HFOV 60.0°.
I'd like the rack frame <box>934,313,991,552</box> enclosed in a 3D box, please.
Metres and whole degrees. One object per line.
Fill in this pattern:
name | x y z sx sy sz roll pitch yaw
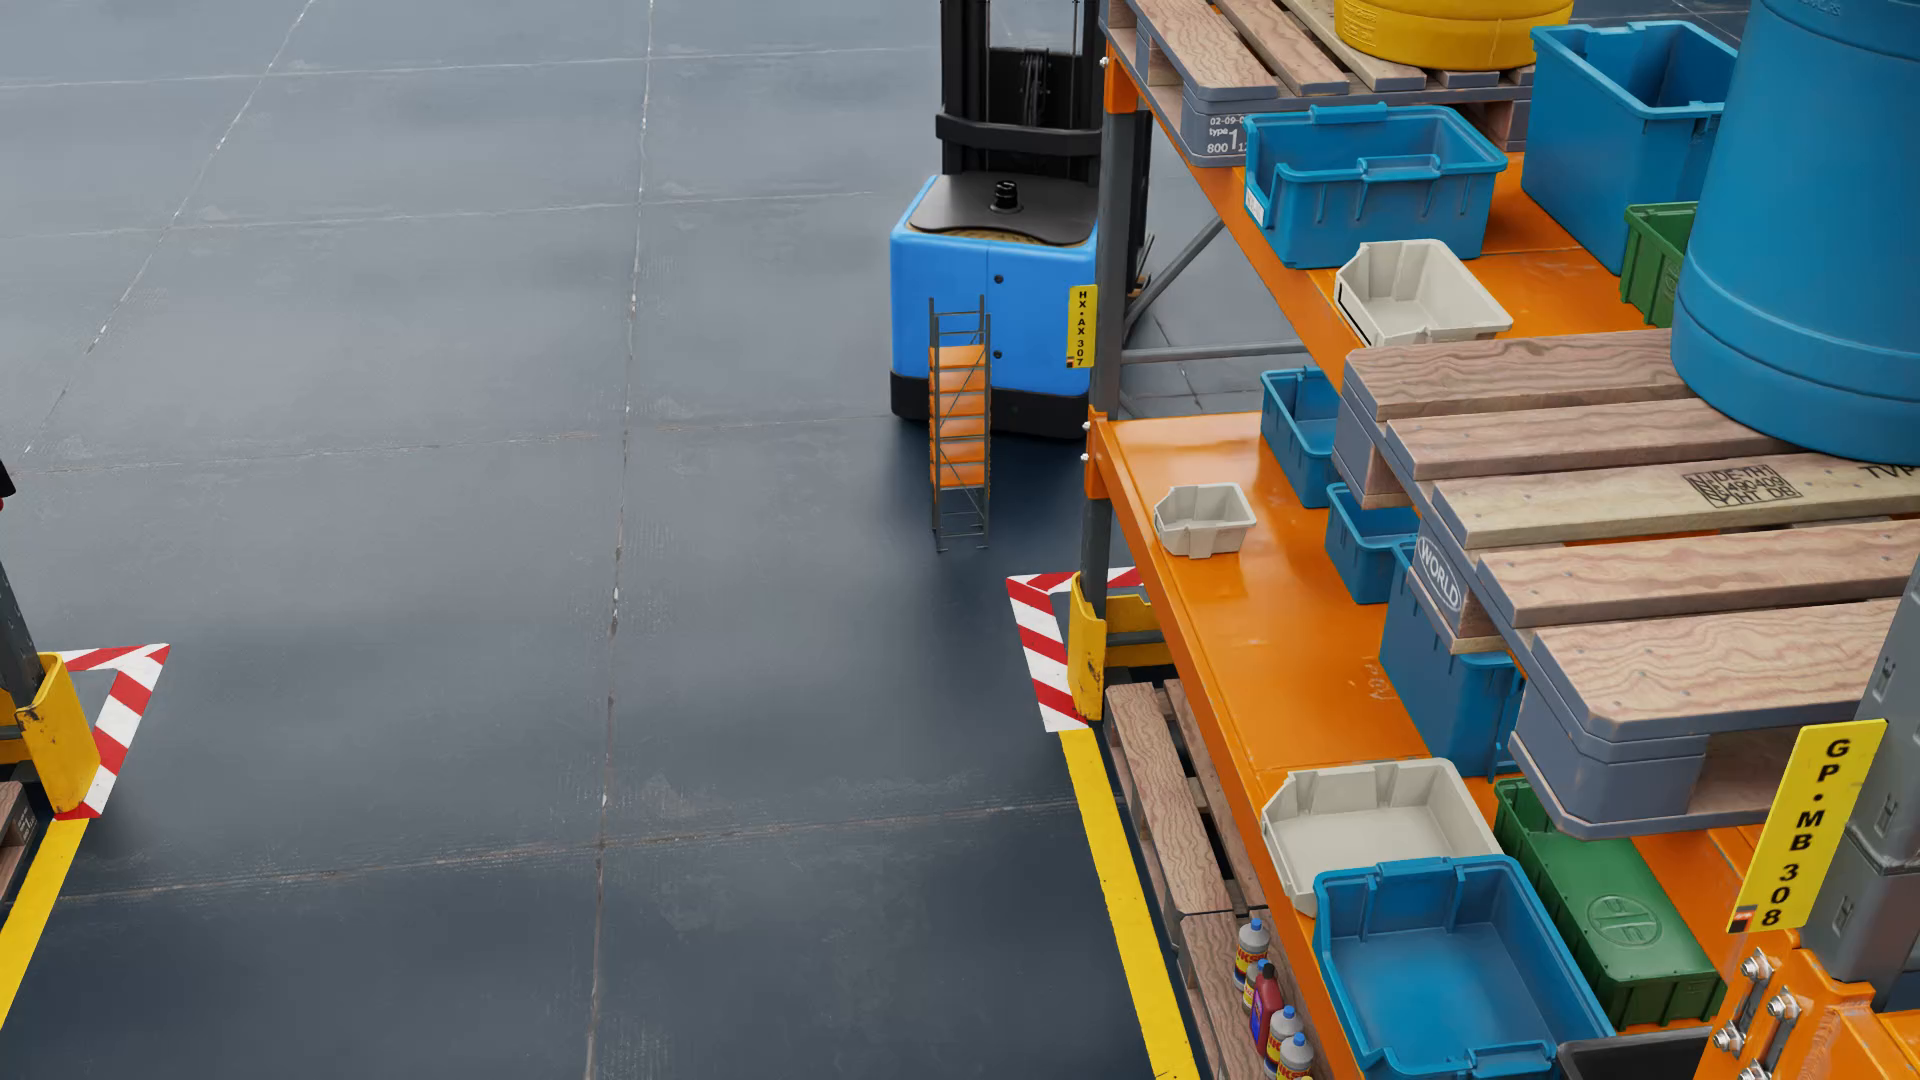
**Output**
rack frame | 0.010 -0.453 7.349 0.240 1.200 0.006 -4 35 -6

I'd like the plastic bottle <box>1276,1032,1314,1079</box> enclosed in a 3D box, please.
plastic bottle | 0.977 1.540 4.858 0.097 0.271 0.097 0 34 0

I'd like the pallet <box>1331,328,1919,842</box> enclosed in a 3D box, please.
pallet | 1.327 -0.012 2.609 1.213 0.211 1.003 -4 35 -6

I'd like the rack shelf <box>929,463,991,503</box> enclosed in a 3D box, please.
rack shelf | -0.002 -0.269 7.584 0.258 0.103 0.180 -4 35 -6

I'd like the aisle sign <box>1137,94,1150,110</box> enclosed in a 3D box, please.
aisle sign | 0.683 -1.780 5.390 0.394 0.787 0.004 -4 35 -6

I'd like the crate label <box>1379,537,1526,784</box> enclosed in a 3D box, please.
crate label | 1.498 0.304 4.608 0.502 0.435 0.616 -4 35 -6

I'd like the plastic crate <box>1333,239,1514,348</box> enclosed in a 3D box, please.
plastic crate | 0.904 -0.451 3.319 0.243 0.136 0.396 -4 35 -6

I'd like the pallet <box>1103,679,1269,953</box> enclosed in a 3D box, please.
pallet | 1.143 0.957 6.158 1.003 0.211 1.213 -4 35 -6

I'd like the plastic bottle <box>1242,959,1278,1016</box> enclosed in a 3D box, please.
plastic bottle | 0.932 1.380 5.156 0.097 0.201 0.097 0 34 0

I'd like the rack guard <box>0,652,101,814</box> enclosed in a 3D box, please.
rack guard | -3.915 0.763 6.187 1.175 0.500 0.348 -4 35 -6

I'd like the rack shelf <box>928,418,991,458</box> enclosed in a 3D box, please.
rack shelf | -0.002 -0.467 7.449 0.258 0.103 0.180 -4 35 -6

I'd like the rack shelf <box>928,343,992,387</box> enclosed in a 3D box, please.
rack shelf | -0.002 -0.765 7.246 0.258 0.103 0.180 -4 35 -6

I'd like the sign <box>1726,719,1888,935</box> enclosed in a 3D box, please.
sign | 0.974 0.337 1.921 0.100 0.325 0.005 -4 35 -6

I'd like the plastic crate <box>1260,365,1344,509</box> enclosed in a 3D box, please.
plastic crate | 1.346 -0.370 5.761 0.499 0.251 0.616 -4 35 -6

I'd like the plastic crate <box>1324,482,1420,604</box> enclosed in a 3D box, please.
plastic crate | 1.428 -0.007 5.228 0.499 0.251 0.408 -4 35 -6

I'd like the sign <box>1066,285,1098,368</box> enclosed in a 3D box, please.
sign | 0.437 -0.763 5.960 0.100 0.325 0.005 -4 35 -6

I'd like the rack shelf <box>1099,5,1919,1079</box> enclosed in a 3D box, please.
rack shelf | 1.252 -0.514 3.816 1.077 0.370 4.000 -4 35 -6

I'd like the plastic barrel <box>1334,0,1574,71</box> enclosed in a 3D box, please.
plastic barrel | 1.262 -1.552 4.160 0.600 0.588 0.600 0 34 0

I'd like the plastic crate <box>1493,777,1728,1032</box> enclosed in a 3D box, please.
plastic crate | 1.618 0.853 4.023 0.450 0.188 0.662 -4 35 -6

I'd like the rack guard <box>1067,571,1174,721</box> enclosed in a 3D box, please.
rack guard | 1.039 0.384 6.742 1.175 0.500 0.348 -4 35 -6

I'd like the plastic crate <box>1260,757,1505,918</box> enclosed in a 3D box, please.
plastic crate | 1.051 0.766 4.196 0.530 0.136 0.437 -4 35 -6

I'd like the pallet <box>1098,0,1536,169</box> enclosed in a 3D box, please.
pallet | 0.997 -1.380 4.616 1.003 0.211 1.213 -4 35 -6

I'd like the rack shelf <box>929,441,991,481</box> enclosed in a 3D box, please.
rack shelf | -0.002 -0.368 7.517 0.258 0.103 0.180 -4 35 -6

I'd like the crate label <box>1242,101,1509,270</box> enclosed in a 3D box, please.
crate label | 0.907 -0.796 3.723 0.502 0.251 0.408 -4 35 -6

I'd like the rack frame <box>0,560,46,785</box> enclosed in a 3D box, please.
rack frame | -3.925 -0.313 5.545 1.000 3.000 0.127 -4 35 -6

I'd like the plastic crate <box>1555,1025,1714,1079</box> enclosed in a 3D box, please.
plastic crate | 1.576 1.268 3.280 0.767 0.338 0.504 -4 35 -6

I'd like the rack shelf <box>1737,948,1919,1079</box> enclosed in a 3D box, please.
rack shelf | 1.790 1.718 0.540 1.077 0.370 4.000 -4 35 -6

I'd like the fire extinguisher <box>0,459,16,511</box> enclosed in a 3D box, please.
fire extinguisher | -3.484 -0.379 5.712 0.296 0.674 0.183 -4 35 -6

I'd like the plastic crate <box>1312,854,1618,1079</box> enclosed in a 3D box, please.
plastic crate | 1.103 1.009 3.738 0.499 0.251 0.616 -4 35 -6

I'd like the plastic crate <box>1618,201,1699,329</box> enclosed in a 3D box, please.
plastic crate | 1.578 -0.509 3.357 0.336 0.188 0.450 -4 35 -6

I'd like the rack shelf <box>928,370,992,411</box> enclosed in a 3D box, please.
rack shelf | -0.002 -0.665 7.314 0.258 0.103 0.180 -4 35 -6

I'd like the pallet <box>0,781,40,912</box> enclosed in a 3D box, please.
pallet | -3.841 1.338 5.599 1.003 0.211 1.213 -4 35 -6

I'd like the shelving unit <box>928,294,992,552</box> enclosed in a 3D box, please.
shelving unit | -0.002 -0.504 7.424 0.258 1.200 0.189 -4 35 -6

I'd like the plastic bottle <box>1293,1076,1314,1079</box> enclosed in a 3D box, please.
plastic bottle | 0.991 1.625 4.797 0.097 0.201 0.097 0 34 0

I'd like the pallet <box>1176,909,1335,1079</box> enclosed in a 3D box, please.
pallet | 1.304 1.637 5.161 1.003 0.211 1.213 -4 35 -6

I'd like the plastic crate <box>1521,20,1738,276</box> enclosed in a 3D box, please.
plastic crate | 1.537 -0.879 3.727 0.392 0.384 0.575 -4 35 -6

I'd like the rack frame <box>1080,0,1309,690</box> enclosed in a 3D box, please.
rack frame | 0.983 -0.688 6.096 1.000 3.000 0.127 -4 35 -6

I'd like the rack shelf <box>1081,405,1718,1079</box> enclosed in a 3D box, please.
rack shelf | 1.252 0.726 4.660 1.077 0.370 4.000 -4 35 -6

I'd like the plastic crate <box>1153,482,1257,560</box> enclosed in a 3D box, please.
plastic crate | 0.784 -0.055 5.401 0.298 0.136 0.250 -4 35 -6

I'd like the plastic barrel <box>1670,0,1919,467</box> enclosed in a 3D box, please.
plastic barrel | 1.493 -0.639 2.543 0.600 0.901 0.708 -4 35 -6

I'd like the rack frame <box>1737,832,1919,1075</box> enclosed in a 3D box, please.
rack frame | 1.521 1.544 2.820 1.000 3.000 0.127 -4 35 -6

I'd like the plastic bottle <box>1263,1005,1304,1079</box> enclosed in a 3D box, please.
plastic bottle | 0.964 1.485 4.940 0.097 0.271 0.097 0 34 0

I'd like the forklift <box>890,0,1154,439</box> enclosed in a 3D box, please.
forklift | 0.502 -2.546 8.883 1.130 2.935 3.031 8 35 12

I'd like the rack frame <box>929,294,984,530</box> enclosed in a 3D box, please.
rack frame | -0.014 -0.555 7.499 0.240 1.200 0.006 -4 35 -6

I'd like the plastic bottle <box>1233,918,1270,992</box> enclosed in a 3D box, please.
plastic bottle | 0.918 1.293 5.221 0.097 0.271 0.097 0 34 0

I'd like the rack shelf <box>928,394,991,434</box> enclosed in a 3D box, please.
rack shelf | -0.002 -0.566 7.381 0.258 0.103 0.180 -4 35 -6

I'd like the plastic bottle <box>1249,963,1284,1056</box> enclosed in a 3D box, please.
plastic bottle | 0.930 1.416 5.030 0.061 0.283 0.133 -4 34 -6

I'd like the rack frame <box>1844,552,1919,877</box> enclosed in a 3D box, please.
rack frame | 1.521 -0.935 1.131 1.000 3.000 0.127 -4 35 -6
